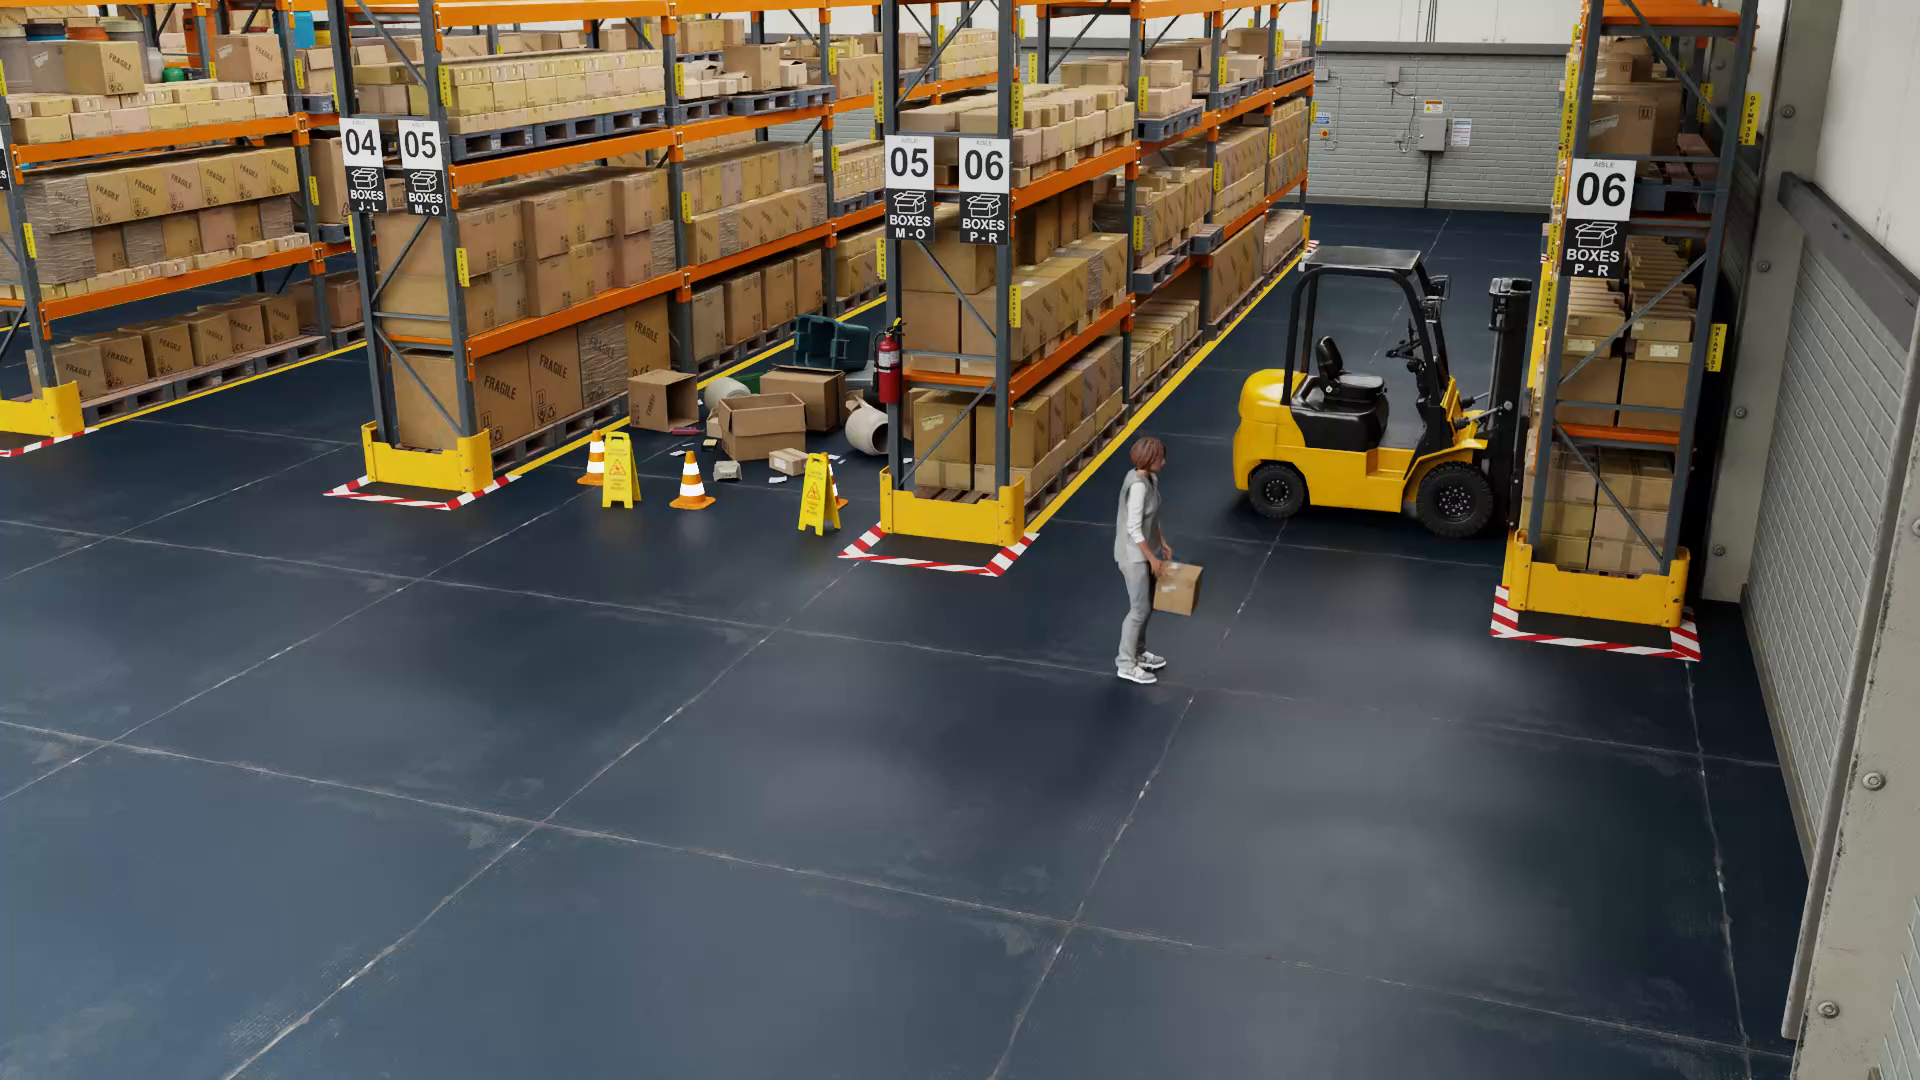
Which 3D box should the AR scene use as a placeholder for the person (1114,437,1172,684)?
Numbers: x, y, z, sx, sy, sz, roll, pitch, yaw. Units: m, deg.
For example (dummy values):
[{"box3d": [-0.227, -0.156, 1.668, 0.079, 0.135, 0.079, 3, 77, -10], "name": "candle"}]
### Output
[{"box3d": [1.178, 0.107, 10.757, 0.347, 1.600, 0.447, 6, 20, 17], "name": "person"}]
